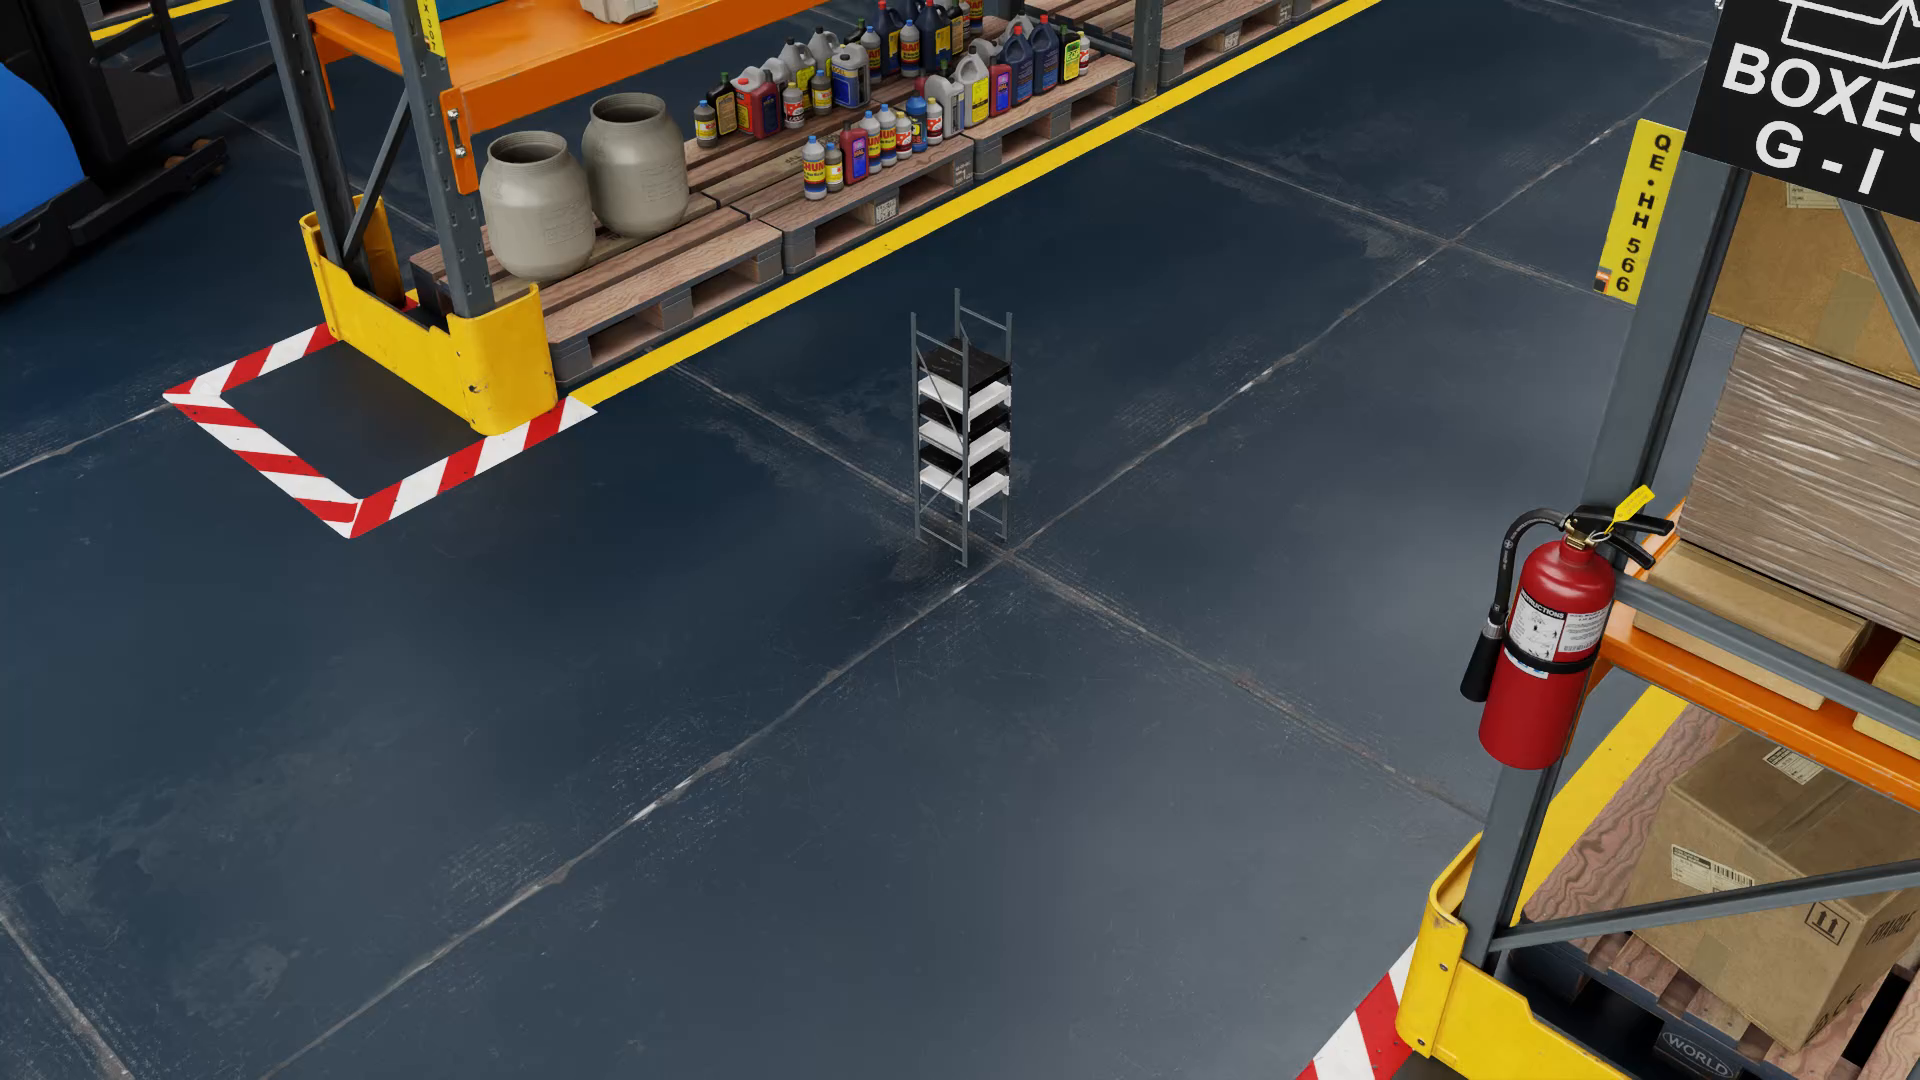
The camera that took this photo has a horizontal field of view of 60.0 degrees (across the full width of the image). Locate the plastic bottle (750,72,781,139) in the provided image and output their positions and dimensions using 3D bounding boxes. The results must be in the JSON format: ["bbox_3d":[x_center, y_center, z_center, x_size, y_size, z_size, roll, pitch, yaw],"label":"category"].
[{"bbox_3d":[-0.902,-2.014,7.702,0.061,0.283,0.133,30,47,32],"label":"plastic bottle"}]

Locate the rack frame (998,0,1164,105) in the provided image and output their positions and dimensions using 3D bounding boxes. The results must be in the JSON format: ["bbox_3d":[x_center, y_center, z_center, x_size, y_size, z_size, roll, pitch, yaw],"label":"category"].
[{"bbox_3d":[0.612,-3.655,7.936,1.000,3.000,0.127,30,47,32],"label":"rack frame"}]

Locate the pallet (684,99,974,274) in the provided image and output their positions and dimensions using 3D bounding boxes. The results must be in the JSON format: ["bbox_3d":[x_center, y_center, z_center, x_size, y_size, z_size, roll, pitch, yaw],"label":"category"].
[{"bbox_3d":[-0.695,-1.709,7.730,1.003,0.211,1.213,30,47,32],"label":"pallet"}]

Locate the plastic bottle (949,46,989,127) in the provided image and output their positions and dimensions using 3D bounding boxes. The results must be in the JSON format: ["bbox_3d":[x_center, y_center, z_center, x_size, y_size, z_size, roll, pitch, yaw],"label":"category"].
[{"bbox_3d":[0.043,-2.137,7.802,0.144,0.351,0.185,29,47,32],"label":"plastic bottle"}]

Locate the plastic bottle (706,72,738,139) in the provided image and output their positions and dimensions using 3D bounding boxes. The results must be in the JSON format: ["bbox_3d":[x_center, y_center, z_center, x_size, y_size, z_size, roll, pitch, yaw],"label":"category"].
[{"bbox_3d":[-1.106,-2.016,7.704,0.061,0.283,0.133,31,48,33],"label":"plastic bottle"}]

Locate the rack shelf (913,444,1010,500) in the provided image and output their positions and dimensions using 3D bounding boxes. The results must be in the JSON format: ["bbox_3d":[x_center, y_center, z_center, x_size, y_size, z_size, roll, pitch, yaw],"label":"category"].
[{"bbox_3d":[0.005,-0.259,5.551,0.258,0.077,0.200,30,47,32],"label":"rack shelf"}]

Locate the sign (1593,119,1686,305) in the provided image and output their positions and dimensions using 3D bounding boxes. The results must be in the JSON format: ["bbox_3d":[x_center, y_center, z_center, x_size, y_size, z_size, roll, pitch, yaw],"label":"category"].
[{"bbox_3d":[1.173,-0.557,2.856,0.100,0.325,0.005,30,47,32],"label":"sign"}]

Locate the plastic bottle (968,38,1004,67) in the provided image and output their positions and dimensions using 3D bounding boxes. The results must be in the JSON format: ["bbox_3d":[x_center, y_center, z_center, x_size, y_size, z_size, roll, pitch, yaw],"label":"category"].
[{"bbox_3d":[0.134,-2.307,8.076,0.152,0.276,0.135,30,47,32],"label":"plastic bottle"}]

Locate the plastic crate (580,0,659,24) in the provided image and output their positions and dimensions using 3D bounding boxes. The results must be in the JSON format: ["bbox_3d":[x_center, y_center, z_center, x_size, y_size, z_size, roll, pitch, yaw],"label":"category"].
[{"bbox_3d":[-1.246,-1.990,6.055,0.298,0.136,0.250,30,47,32],"label":"plastic crate"}]

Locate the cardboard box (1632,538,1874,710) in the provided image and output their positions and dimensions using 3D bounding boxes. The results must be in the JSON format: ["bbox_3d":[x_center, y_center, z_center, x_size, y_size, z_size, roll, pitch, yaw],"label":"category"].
[{"bbox_3d":[1.609,0.143,3.362,0.380,0.149,0.250,30,47,32],"label":"cardboard box"}]

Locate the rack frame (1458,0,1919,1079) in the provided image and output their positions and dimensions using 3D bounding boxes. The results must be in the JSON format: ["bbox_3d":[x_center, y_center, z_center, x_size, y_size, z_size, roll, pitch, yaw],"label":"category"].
[{"bbox_3d":[1.569,0.262,3.010,1.000,3.000,0.127,30,47,32],"label":"rack frame"}]

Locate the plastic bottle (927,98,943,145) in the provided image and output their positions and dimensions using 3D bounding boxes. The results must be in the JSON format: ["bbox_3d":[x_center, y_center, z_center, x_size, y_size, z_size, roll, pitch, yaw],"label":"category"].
[{"bbox_3d":[-0.130,-1.940,7.674,0.097,0.201,0.097,0,38,0],"label":"plastic bottle"}]

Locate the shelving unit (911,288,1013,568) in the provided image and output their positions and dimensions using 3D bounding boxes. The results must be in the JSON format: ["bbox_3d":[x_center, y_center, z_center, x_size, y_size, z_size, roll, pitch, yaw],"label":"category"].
[{"bbox_3d":[0.005,-0.356,5.475,0.258,0.900,0.210,30,47,32],"label":"shelving unit"}]

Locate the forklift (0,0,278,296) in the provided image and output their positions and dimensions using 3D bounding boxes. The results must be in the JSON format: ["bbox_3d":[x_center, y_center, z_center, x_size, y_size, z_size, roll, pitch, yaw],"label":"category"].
[{"bbox_3d":[-4.144,-2.846,6.975,1.130,2.935,3.031,12,40,14],"label":"forklift"}]

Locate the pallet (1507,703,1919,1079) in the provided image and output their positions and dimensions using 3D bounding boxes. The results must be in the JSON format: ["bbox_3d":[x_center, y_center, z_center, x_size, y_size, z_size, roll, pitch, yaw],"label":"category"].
[{"bbox_3d":[2.194,0.960,4.373,1.003,0.211,1.213,30,47,32],"label":"pallet"}]

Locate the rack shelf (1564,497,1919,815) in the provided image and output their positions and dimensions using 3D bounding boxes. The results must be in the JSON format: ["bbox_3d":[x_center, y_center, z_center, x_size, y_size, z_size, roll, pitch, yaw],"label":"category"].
[{"bbox_3d":[2.918,-0.375,4.389,1.077,0.370,4.000,30,47,32],"label":"rack shelf"}]

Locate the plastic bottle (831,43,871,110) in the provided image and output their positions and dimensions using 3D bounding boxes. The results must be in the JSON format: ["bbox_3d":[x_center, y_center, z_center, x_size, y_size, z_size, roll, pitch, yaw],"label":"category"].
[{"bbox_3d":[-0.527,-2.232,7.982,0.152,0.276,0.135,30,47,32],"label":"plastic bottle"}]

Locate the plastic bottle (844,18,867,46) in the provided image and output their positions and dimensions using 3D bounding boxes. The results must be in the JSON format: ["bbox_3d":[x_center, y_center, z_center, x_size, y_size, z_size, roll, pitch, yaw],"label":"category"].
[{"bbox_3d":[-0.509,-2.422,8.215,0.133,0.283,0.061,-32,48,-34],"label":"plastic bottle"}]

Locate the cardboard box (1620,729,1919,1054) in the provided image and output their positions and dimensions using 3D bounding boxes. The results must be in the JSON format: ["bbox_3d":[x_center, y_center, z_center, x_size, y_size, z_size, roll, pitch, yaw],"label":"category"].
[{"bbox_3d":[2.003,0.796,4.009,0.500,0.500,0.500,-25,45,-28],"label":"cardboard box"}]

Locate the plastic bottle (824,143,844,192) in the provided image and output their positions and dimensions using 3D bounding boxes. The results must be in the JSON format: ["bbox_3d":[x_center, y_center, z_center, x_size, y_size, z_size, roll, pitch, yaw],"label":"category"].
[{"bbox_3d":[-0.564,-1.644,7.302,0.097,0.201,0.097,0,38,0],"label":"plastic bottle"}]

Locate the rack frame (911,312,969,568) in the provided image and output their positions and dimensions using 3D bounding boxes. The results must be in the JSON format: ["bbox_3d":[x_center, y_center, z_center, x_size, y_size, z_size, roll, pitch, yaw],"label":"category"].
[{"bbox_3d":[-0.063,-0.309,5.416,0.240,0.900,0.006,30,47,32],"label":"rack frame"}]

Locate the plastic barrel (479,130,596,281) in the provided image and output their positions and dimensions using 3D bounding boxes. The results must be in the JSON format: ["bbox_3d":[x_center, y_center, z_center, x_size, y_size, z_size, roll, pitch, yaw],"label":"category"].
[{"bbox_3d":[-1.699,-1.342,6.690,0.421,0.512,0.421,0,38,0],"label":"plastic barrel"}]

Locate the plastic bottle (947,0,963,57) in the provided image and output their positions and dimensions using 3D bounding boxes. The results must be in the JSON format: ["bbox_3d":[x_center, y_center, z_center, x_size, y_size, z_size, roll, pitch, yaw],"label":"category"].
[{"bbox_3d":[-0.046,-2.597,8.435,0.061,0.283,0.133,30,47,32],"label":"plastic bottle"}]

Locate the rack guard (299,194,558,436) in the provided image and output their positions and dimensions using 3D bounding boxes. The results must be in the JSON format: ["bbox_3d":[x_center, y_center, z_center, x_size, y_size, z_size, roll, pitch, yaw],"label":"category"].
[{"bbox_3d":[-2.070,-0.894,6.472,1.175,0.500,0.348,30,47,32],"label":"rack guard"}]

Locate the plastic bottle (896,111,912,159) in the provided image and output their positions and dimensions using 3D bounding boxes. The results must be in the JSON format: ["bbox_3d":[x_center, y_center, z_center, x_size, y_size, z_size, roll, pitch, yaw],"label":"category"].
[{"bbox_3d":[-0.268,-1.845,7.555,0.097,0.201,0.097,0,38,0],"label":"plastic bottle"}]

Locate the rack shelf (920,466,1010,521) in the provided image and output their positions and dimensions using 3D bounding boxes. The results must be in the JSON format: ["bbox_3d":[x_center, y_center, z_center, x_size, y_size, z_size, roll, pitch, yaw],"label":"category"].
[{"bbox_3d":[0.005,-0.189,5.607,0.258,0.077,0.200,30,47,32],"label":"rack shelf"}]

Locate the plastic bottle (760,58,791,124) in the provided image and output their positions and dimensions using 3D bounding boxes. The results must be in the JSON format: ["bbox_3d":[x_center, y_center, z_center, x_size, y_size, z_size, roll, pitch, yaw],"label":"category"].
[{"bbox_3d":[-0.888,-2.119,7.840,0.152,0.276,0.135,28,46,31],"label":"plastic bottle"}]

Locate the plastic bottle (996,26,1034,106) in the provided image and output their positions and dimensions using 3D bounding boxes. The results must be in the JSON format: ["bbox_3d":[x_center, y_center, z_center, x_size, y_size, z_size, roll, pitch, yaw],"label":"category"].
[{"bbox_3d":[0.260,-2.285,7.989,0.144,0.351,0.185,27,46,30],"label":"plastic bottle"}]

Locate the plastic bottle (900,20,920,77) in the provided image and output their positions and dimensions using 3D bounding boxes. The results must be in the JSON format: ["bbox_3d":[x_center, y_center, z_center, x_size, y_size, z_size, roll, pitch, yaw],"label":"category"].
[{"bbox_3d":[-0.248,-2.445,8.254,0.097,0.271,0.097,0,38,0],"label":"plastic bottle"}]

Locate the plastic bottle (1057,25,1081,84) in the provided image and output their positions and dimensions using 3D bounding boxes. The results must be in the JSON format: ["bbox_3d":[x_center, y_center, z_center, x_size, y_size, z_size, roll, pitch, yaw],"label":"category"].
[{"bbox_3d":[0.531,-2.405,8.193,0.133,0.283,0.061,-32,48,-33],"label":"plastic bottle"}]

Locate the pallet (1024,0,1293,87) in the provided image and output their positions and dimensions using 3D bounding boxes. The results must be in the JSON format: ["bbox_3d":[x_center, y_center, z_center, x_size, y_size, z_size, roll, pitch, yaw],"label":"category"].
[{"bbox_3d":[1.113,-2.941,9.279,1.003,0.211,1.213,30,47,32],"label":"pallet"}]

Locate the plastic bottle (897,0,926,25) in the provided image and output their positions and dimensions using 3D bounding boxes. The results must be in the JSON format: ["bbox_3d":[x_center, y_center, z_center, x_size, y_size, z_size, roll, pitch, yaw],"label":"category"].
[{"bbox_3d":[-0.239,-2.594,8.377,0.144,0.351,0.185,31,48,33],"label":"plastic bottle"}]

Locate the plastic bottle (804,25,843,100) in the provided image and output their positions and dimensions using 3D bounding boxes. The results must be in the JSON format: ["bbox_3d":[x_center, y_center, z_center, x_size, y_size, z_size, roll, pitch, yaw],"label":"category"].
[{"bbox_3d":[-0.653,-2.312,8.022,0.144,0.351,0.185,29,47,32],"label":"plastic bottle"}]

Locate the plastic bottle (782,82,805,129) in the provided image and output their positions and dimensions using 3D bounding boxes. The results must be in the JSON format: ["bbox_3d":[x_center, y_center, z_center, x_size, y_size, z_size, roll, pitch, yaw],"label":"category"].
[{"bbox_3d":[-0.783,-2.046,7.808,0.097,0.201,0.097,0,38,0],"label":"plastic bottle"}]

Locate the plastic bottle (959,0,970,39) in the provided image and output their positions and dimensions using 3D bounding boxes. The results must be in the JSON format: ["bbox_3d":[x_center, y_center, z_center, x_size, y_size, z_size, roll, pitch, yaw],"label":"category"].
[{"bbox_3d":[0.005,-2.723,8.659,0.097,0.201,0.097,0,38,0],"label":"plastic bottle"}]

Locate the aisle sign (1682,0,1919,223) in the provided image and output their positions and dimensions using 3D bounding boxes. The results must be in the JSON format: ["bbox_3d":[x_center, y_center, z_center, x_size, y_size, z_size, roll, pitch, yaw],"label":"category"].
[{"bbox_3d":[1.306,-0.853,2.324,0.394,0.787,0.004,30,47,32],"label":"aisle sign"}]

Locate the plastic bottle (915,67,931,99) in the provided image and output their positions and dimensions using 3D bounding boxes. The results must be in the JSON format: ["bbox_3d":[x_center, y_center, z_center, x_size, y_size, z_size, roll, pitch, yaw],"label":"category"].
[{"bbox_3d":[-0.149,-2.082,7.787,0.061,0.283,0.133,30,47,32],"label":"plastic bottle"}]

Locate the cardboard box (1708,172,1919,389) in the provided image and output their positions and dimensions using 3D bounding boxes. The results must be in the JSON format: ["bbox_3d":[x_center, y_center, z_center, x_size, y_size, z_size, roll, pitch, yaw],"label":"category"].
[{"bbox_3d":[1.758,-0.641,3.023,0.500,0.500,0.500,30,47,32],"label":"cardboard box"}]

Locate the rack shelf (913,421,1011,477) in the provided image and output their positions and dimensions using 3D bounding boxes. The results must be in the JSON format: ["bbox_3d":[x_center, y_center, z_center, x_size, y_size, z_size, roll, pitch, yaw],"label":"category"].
[{"bbox_3d":[0.005,-0.330,5.495,0.258,0.077,0.200,30,47,32],"label":"rack shelf"}]

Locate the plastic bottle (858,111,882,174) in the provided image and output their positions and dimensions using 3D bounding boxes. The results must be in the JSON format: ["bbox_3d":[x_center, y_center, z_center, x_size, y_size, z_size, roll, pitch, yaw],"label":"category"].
[{"bbox_3d":[-0.403,-1.781,7.419,0.097,0.271,0.097,0,38,0],"label":"plastic bottle"}]
